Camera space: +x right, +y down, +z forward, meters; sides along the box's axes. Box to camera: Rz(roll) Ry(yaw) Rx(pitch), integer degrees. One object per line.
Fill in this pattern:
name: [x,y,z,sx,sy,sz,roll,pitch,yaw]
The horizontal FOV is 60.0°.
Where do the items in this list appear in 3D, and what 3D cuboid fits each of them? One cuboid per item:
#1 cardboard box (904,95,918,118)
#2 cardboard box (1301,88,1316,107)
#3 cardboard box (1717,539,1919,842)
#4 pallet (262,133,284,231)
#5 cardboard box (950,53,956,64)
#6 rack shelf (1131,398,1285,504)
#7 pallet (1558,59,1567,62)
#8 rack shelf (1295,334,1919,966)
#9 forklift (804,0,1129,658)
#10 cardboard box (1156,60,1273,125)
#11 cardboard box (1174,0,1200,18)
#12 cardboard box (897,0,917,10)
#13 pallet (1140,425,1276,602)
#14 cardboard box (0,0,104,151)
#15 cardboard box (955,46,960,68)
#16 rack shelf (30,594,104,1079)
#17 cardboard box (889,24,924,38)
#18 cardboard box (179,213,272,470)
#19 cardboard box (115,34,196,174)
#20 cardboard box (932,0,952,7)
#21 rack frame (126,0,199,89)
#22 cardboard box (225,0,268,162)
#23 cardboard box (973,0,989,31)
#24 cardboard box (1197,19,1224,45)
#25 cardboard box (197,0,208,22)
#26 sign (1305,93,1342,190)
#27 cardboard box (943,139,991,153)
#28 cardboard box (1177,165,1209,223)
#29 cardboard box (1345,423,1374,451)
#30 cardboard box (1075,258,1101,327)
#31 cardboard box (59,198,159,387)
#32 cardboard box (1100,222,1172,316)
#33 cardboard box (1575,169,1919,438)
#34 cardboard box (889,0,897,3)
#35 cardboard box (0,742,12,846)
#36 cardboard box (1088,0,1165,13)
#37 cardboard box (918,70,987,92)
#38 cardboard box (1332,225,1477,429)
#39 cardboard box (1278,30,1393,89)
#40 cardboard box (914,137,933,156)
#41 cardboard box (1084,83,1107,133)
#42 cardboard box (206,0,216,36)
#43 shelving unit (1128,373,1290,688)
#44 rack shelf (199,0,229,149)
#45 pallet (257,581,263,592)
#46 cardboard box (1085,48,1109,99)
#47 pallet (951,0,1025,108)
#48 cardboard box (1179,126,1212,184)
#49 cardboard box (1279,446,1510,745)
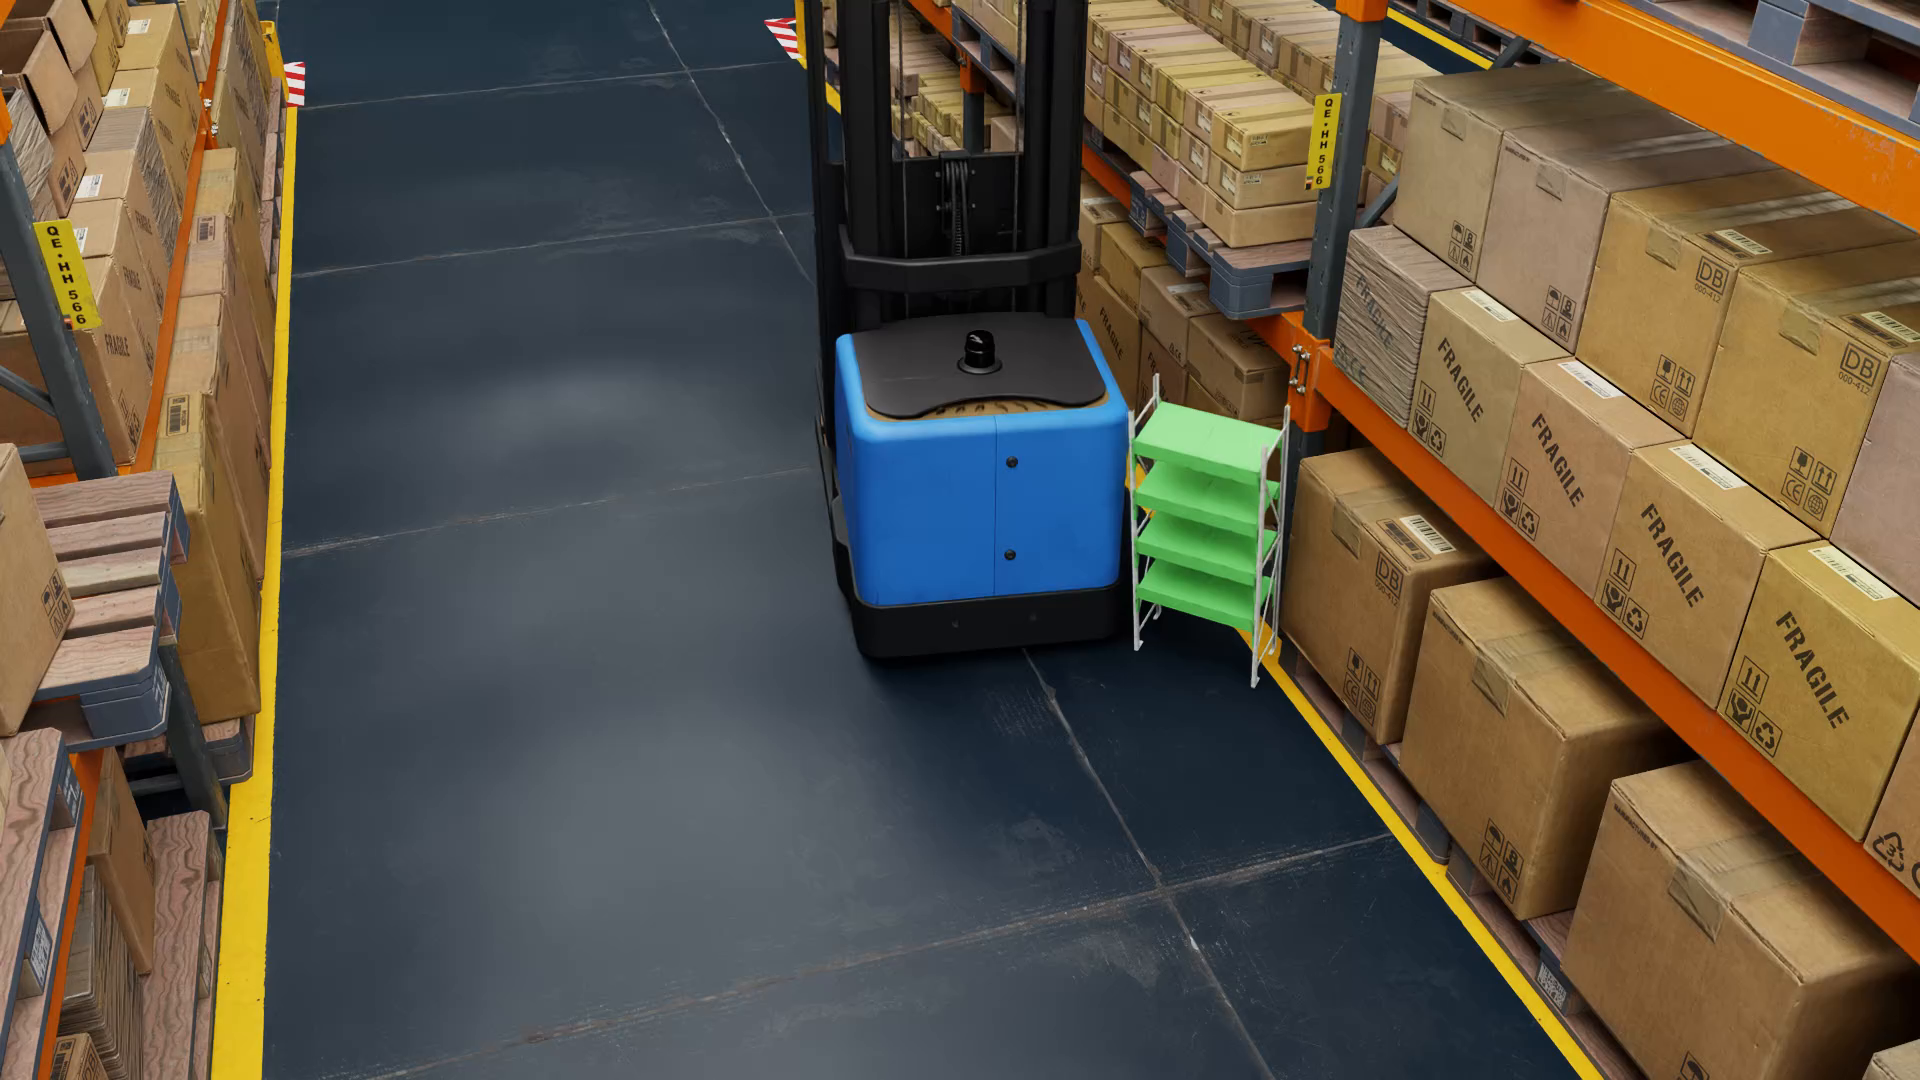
cardboard box: [-0.160,-2.855,10.786,0.380,0.149,0.250,-9,35,-14]
cardboard box: [1.606,-1.741,6.741,0.380,0.149,0.250,-11,35,-16]
cardboard box: [2.229,0.322,3.952,0.500,0.500,0.500,-10,35,-14]
pallet: [-4.776,-2.187,10.368,1.003,0.211,1.213,-10,35,-15]
cardboard box: [0.115,-3.378,11.577,0.380,0.149,0.250,-8,34,-12]
rack shelf: [0.877,-0.318,5.872,0.480,0.148,0.258,17,47,24]
pallet: [5.037,-3.212,11.919,1.003,0.211,1.213,-10,35,-15]
rack shelf: [2.342,0.373,4.617,1.077,0.370,4.000,-10,35,-15]
forklift: [-0.088,-1.566,6.961,1.130,2.935,3.031,-5,34,-7]
cardboard box: [0.991,-1.746,6.478,0.380,0.149,0.250,-9,35,-13]
cardboard box: [1.216,-2.533,7.670,0.380,0.149,0.250,-12,35,-17]
cardboard box: [-0.284,-4.034,12.300,0.380,0.149,0.250,-9,35,-14]
pallet: [1.494,-0.224,7.398,1.003,0.211,1.213,-10,35,-15]
cardboard box: [-3.638,-1.736,6.156,0.797,0.503,0.637,-9,34,-13]
cardboard box: [0.189,-3.216,11.061,0.380,0.149,0.250,-11,35,-17]
rack shelf: [-2.413,1.154,3.435,1.077,0.370,4.000,-10,35,-15]
cardboard box: [-0.452,-3.391,11.327,0.380,0.149,0.250,-9,35,-14]
cardboard box: [-3.755,-0.783,7.261,1.225,0.875,0.875,-11,35,-16]
cardboard box: [-3.696,-1.877,7.279,0.500,0.500,0.500,-9,34,-13]
cardboard box: [0.019,-3.200,9.600,0.380,0.149,0.250,-11,35,-16]
rack frame: [-4.243,-2.296,8.004,1.000,3.000,0.127,-10,35,-15]
cardboard box: [-4.914,-2.885,10.441,0.875,0.875,0.875,-10,35,-15]
cardboard box: [0.284,-2.719,8.491,0.380,0.149,0.250,-9,35,-14]
cardboard box: [1.295,-2.276,7.551,0.380,0.149,0.250,-9,34,-13]
cardboard box: [-4.284,-2.910,8.800,0.500,0.250,0.500,-10,35,-15]
sign: [1.218,-1.331,5.565,0.100,0.325,0.005,-10,35,-15]
cardboard box: [0.112,-2.299,9.944,0.380,0.149,0.250,-9,35,-14]
cardboard box: [1.069,-1.360,6.434,0.380,0.149,0.250,-10,35,-15]
cardboard box: [1.759,-0.524,7.208,0.500,0.500,0.500,-11,35,-17]
cardboard box: [0.820,-1.227,8.272,0.500,0.500,0.500,-9,35,-14]
cardboard box: [-3.072,-0.809,5.663,0.500,0.500,0.500,-11,35,-16]
cardboard box: [0.969,-1.270,7.657,0.500,0.250,0.500,-9,35,-14]
cardboard box: [2.173,-0.664,4.537,0.700,0.500,0.500,-11,35,-15]
cardboard box: [-0.674,-3.955,12.179,0.380,0.149,0.250,-9,35,-14]
cardboard box: [-2.257,0.515,3.491,0.396,0.266,0.258,-11,35,-16]
cardboard box: [0.674,-2.292,7.305,0.380,0.149,0.250,-9,35,-13]
cardboard box: [-0.048,-2.861,10.523,0.380,0.149,0.250,-9,34,-13]
cardboard box: [1.611,-0.738,5.555,0.500,0.500,0.500,-10,35,-14]
cardboard box: [1.540,-1.980,6.833,0.380,0.149,0.250,-11,35,-17]
cardboard box: [-0.074,-2.490,10.502,0.380,0.149,0.250,-11,35,-16]
cardboard box: [0.757,-1.903,7.257,0.380,0.149,0.250,-9,35,-13]
cardboard box: [-4.259,-2.816,9.019,0.380,0.149,0.250,-11,35,-16]
shelving unit: [0.914,-0.013,6.153,0.503,1.200,0.258,17,47,24]
rack shelf: [-4.853,-3.046,9.791,1.077,0.370,4.000,-10,35,-15]
pallet: [-3.560,-0.099,7.208,1.003,0.211,1.213,-10,35,-15]
cardboard box: [0.752,-2.031,7.180,0.380,0.149,0.250,-9,35,-14]
pallet: [0.606,-2.571,8.595,1.003,0.211,1.213,-10,35,-15]
cardboard box: [1.064,-1.494,6.368,0.380,0.149,0.250,-9,34,-13]
cardboard box: [1.832,0.121,6.006,1.050,0.750,0.750,-10,35,-15]
